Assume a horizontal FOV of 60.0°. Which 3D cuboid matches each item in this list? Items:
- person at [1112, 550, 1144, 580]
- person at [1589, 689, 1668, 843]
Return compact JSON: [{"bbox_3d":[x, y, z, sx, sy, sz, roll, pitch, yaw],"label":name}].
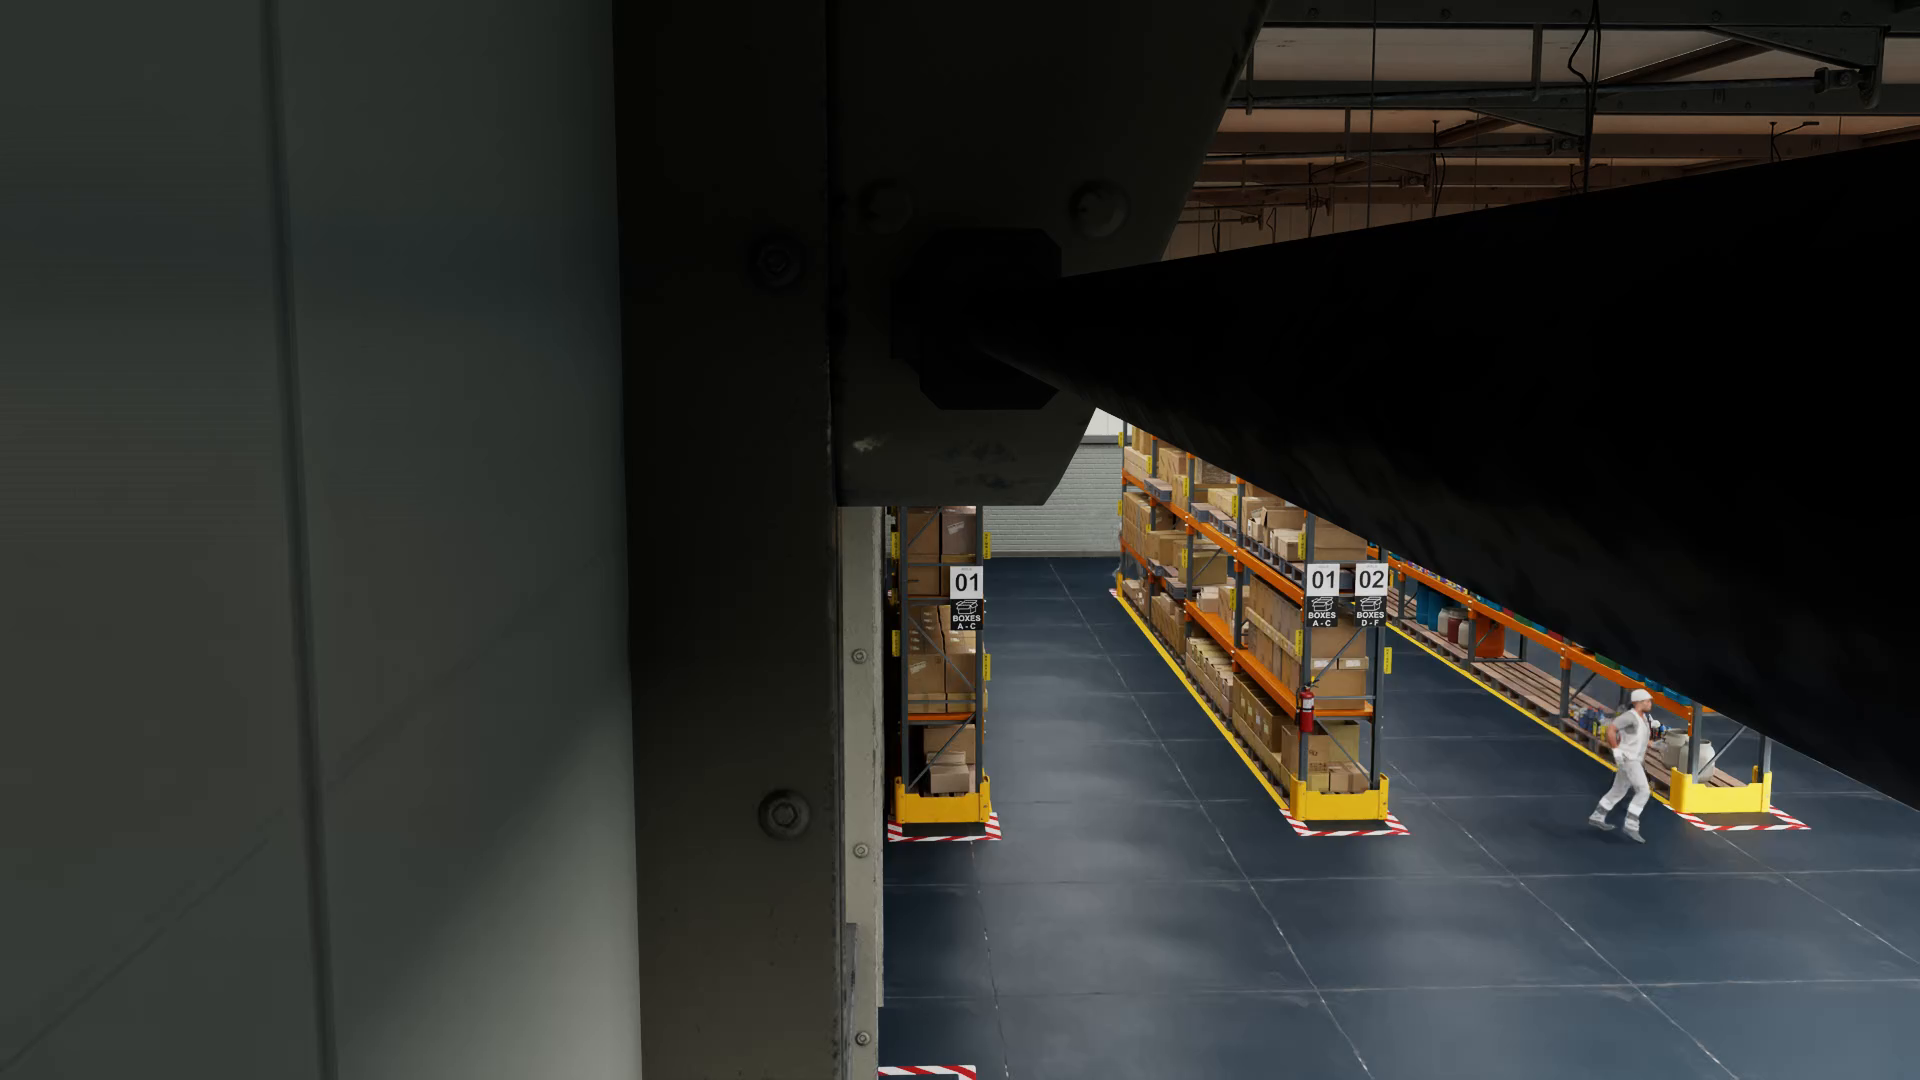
[{"bbox_3d":[3.916,0.175,37.531,1.021,1.734,0.684,3,9,21],"label":"person"},{"bbox_3d":[8.019,2.660,19.919,0.804,1.750,0.770,5,9,32],"label":"person"}]
